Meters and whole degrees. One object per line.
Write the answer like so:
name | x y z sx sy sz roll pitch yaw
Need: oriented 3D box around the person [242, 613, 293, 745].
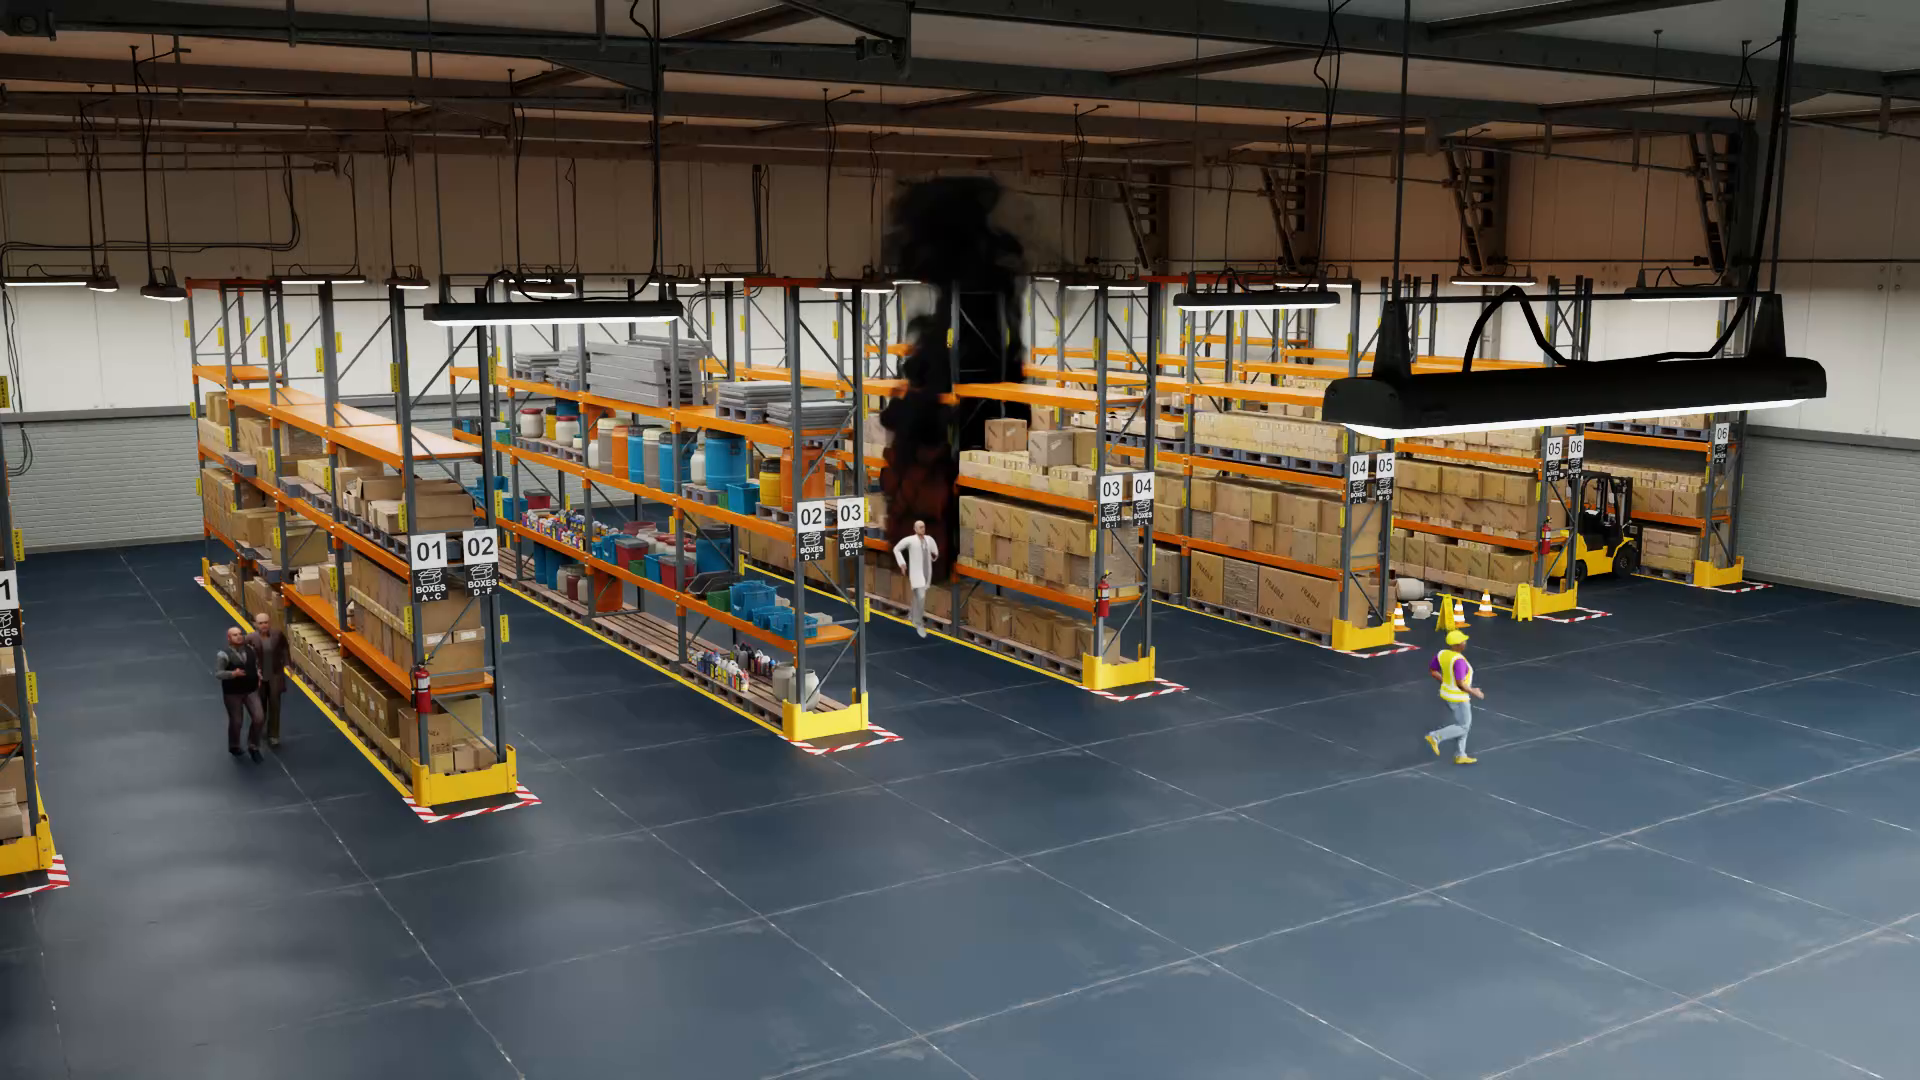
person | -9.201 1.805 22.000 0.688 1.749 1.008 -6 11 -30

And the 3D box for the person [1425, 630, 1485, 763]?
person | 6.213 1.992 20.999 0.758 1.738 0.699 -2 10 -11

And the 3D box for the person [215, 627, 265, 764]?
person | -9.114 1.980 21.117 0.637 1.772 0.709 -9 13 -43

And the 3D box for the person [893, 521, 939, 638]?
person | -0.650 0.640 27.351 0.675 1.869 0.801 -8 12 -39
